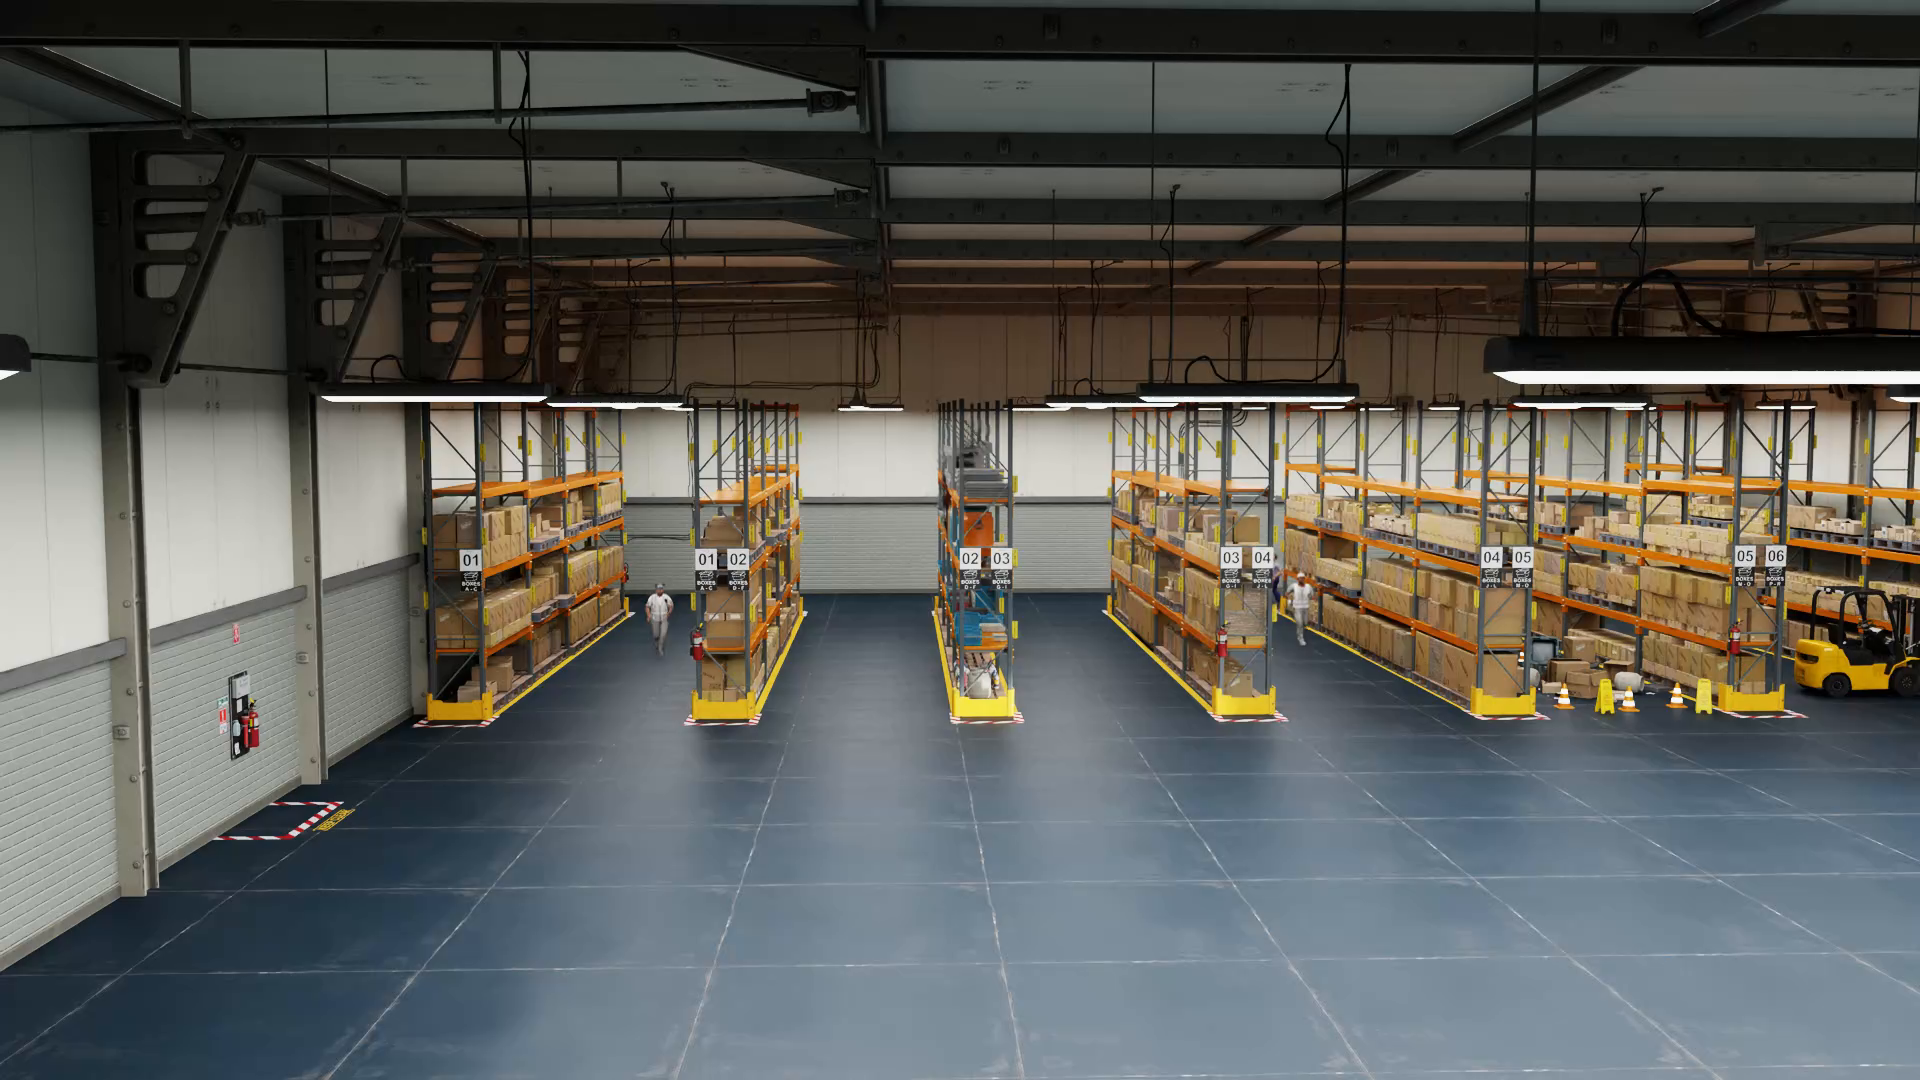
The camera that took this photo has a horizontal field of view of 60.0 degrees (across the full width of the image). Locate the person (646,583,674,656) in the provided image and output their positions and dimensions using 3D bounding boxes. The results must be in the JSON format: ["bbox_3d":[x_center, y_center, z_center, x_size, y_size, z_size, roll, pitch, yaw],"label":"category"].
[{"bbox_3d":[-7.112,1.874,39.436,0.665,1.741,0.603,-1,4,-12],"label":"person"}]

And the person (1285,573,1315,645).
[{"bbox_3d":[8.449,1.688,41.198,0.691,1.761,0.994,0,4,-6],"label":"person"}]

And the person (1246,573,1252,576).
[{"bbox_3d":[8.313,1.274,47.829,0.666,1.696,0.701,3,5,36],"label":"person"}]

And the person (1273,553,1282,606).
[{"bbox_3d":[9.236,1.211,48.934,0.640,1.667,0.703,0,4,0],"label":"person"}]
